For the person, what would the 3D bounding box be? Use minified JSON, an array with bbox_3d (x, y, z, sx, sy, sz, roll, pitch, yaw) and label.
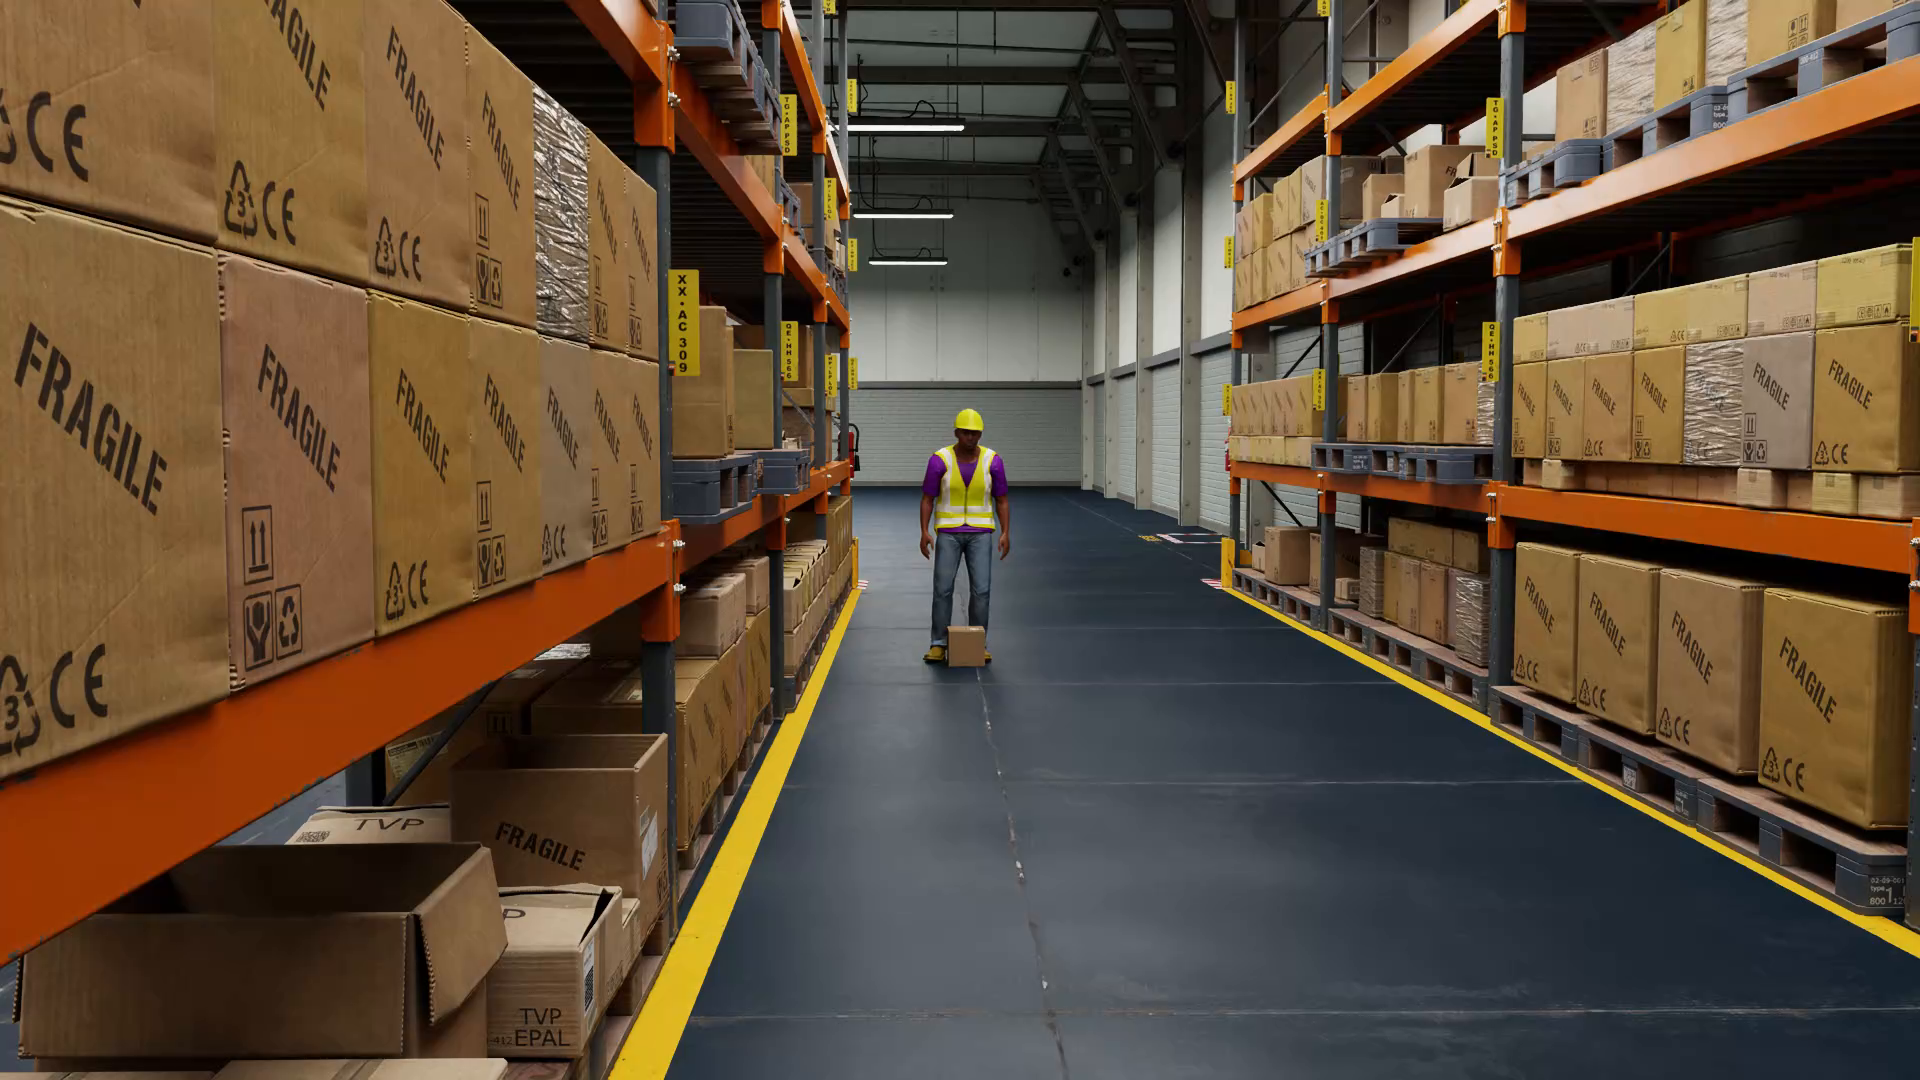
[{"bbox_3d":[0.035,-0.035,11.630,0.636,1.761,0.454,0,4,-4],"label":"person"}]
